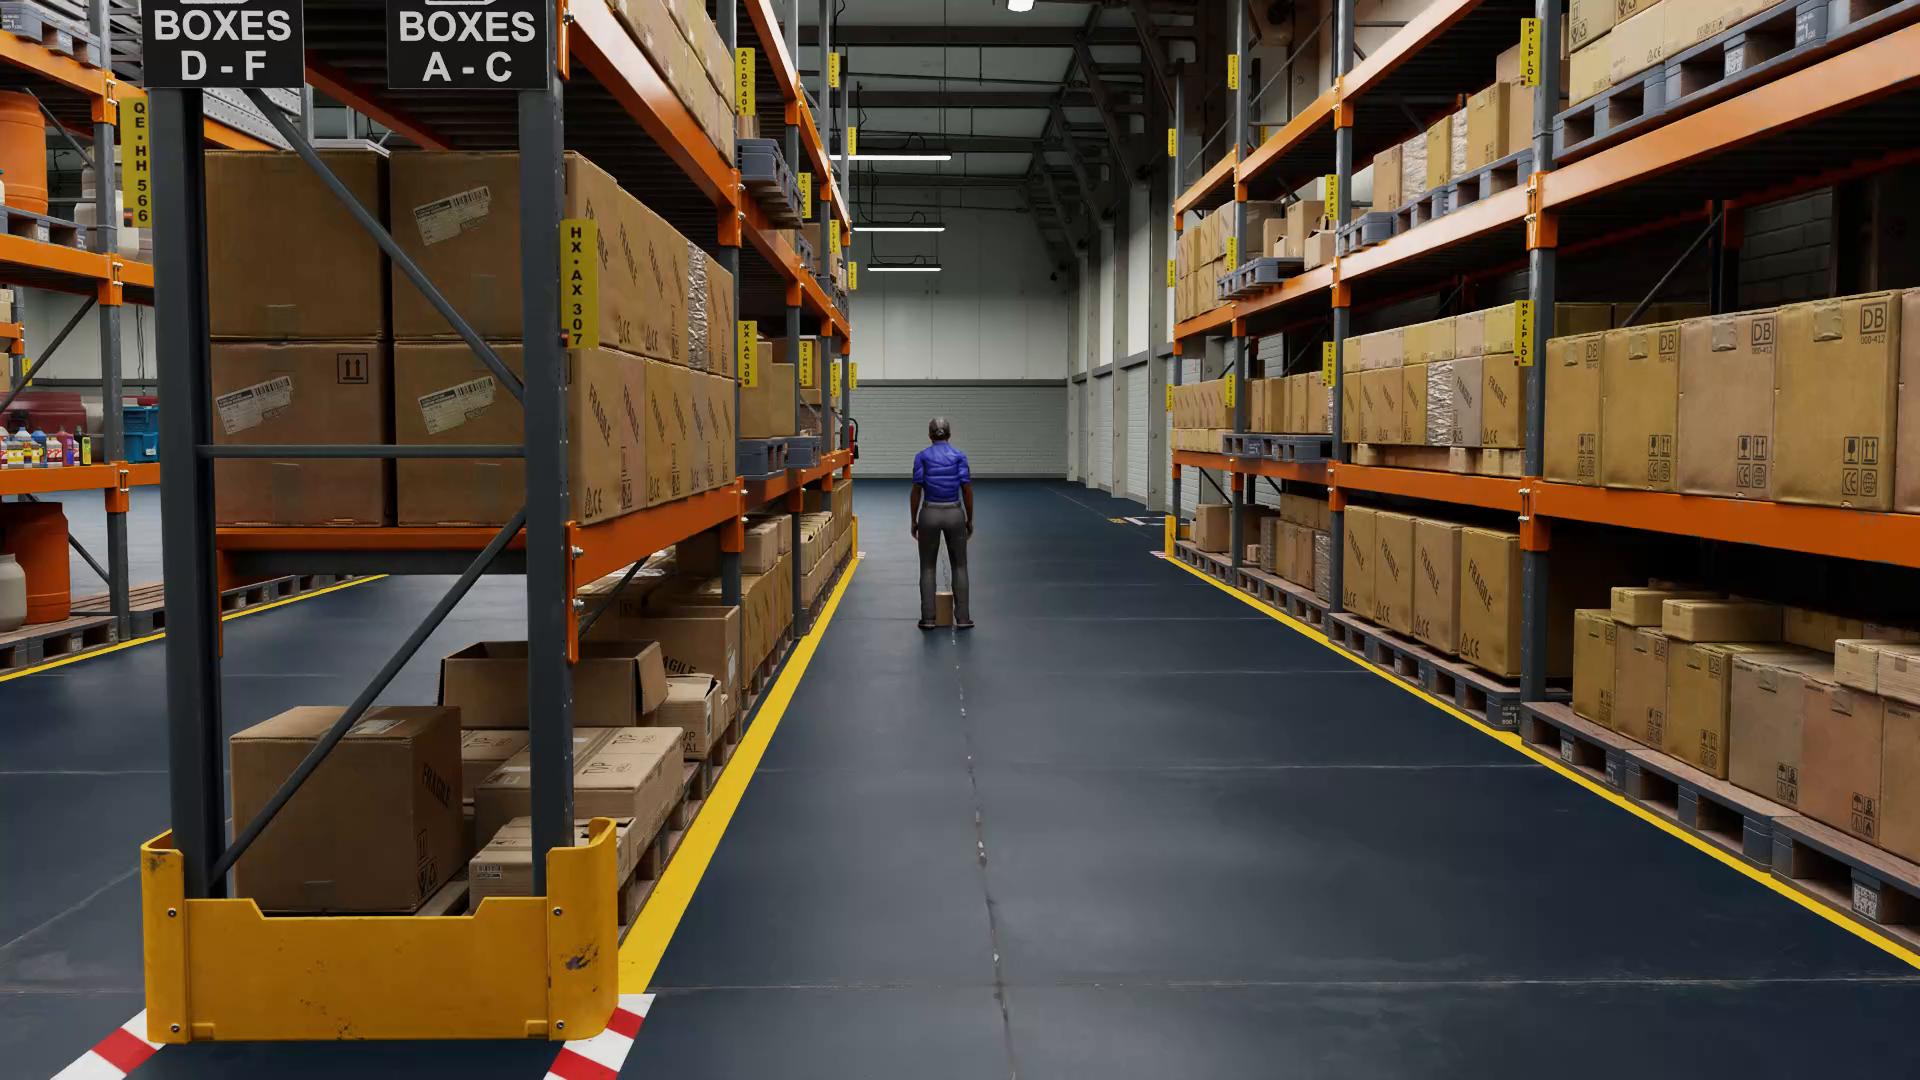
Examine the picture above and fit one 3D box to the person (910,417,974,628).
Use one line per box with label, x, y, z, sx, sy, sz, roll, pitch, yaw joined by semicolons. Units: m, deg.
person;-0.136;-0.136;13.042;0.506;1.655;0.351;0;4;-2
